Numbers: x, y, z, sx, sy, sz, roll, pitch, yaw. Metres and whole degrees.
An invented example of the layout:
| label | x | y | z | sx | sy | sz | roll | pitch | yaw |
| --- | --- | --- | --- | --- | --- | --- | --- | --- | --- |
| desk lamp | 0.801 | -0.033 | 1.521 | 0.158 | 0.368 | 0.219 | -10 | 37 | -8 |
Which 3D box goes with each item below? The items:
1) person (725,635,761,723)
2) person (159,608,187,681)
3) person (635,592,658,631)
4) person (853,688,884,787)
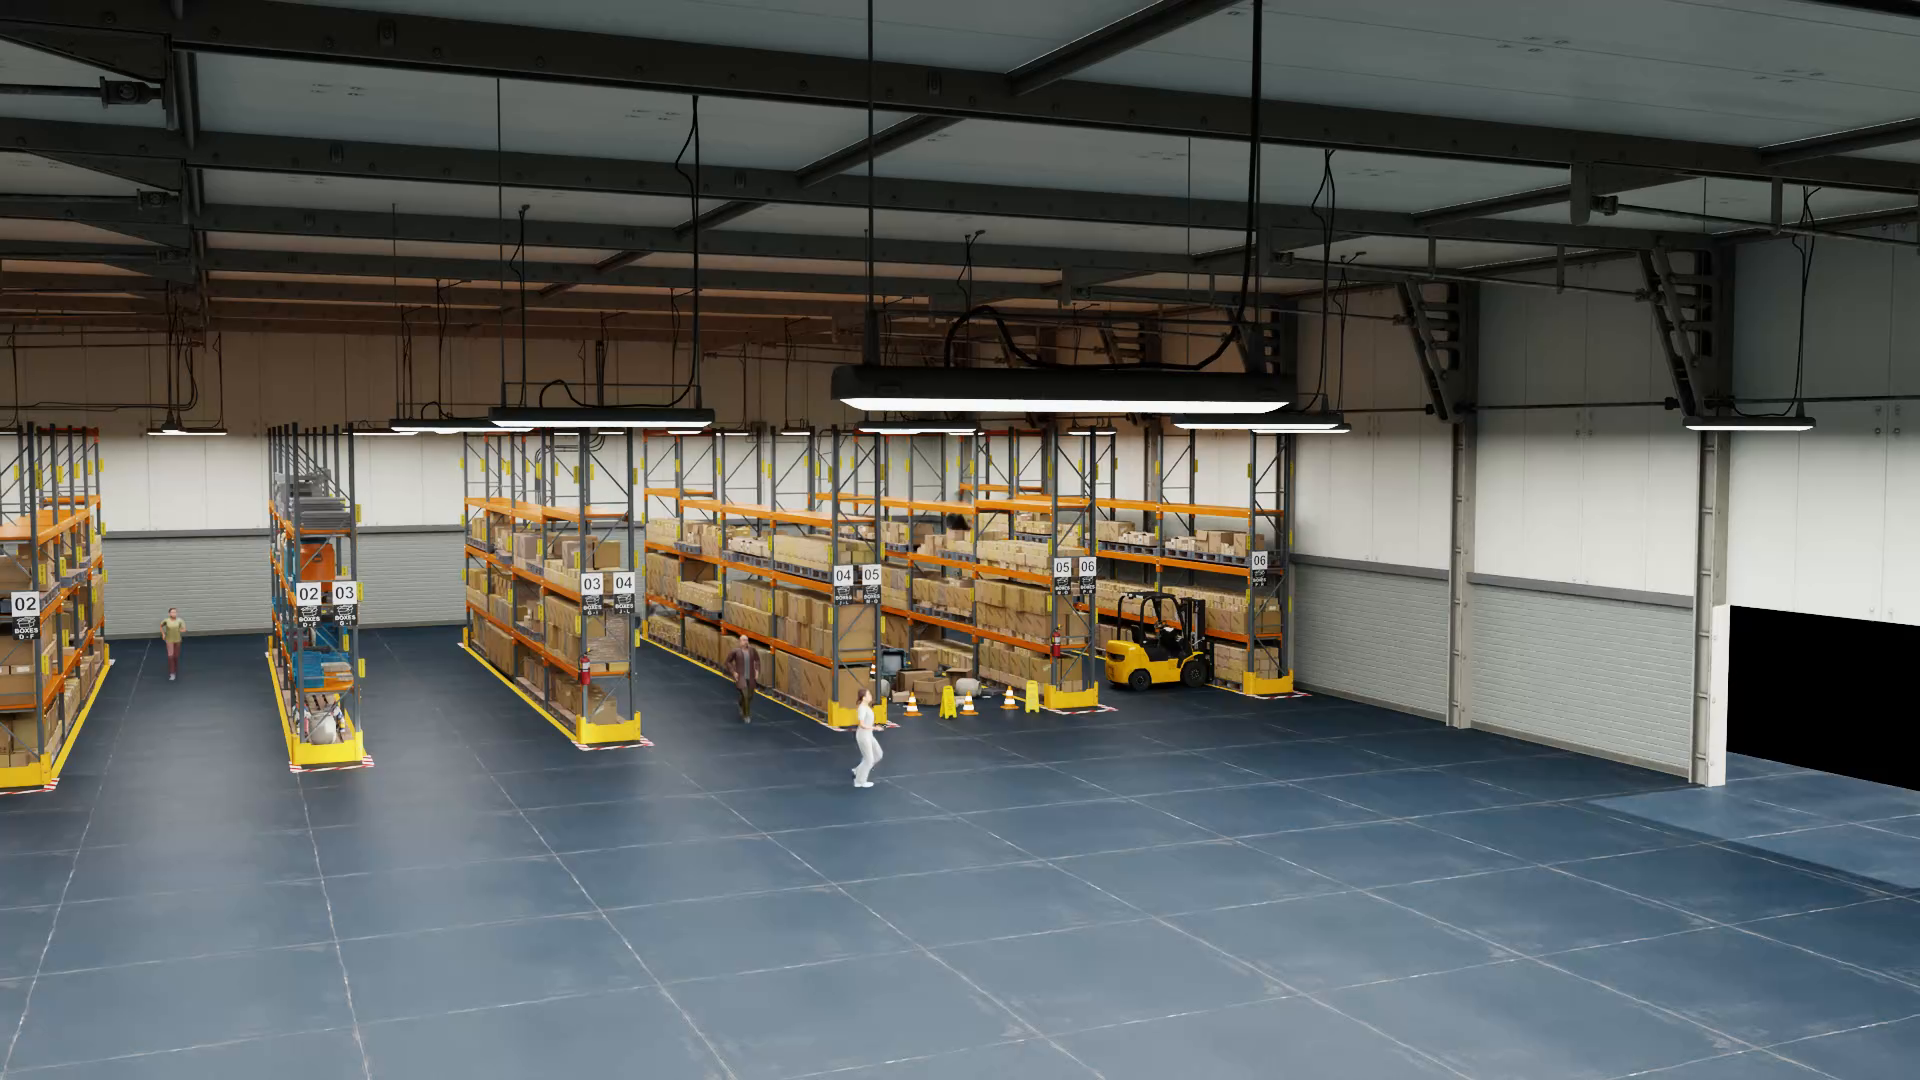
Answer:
| label | x | y | z | sx | sy | sz | roll | pitch | yaw |
| --- | --- | --- | --- | --- | --- | --- | --- | --- | --- |
| person | -4.400 | 2.798 | 33.755 | 0.731 | 1.755 | 0.817 | -2 | 4 | -30 |
| person | -18.730 | 2.462 | 39.618 | 0.566 | 1.720 | 0.849 | -2 | 4 | -34 |
| person | -9.223 | 1.890 | 49.157 | 0.908 | 1.611 | 0.651 | 0 | 4 | 8 |
| person | -1.500 | 3.238 | 27.281 | 0.540 | 1.628 | 0.576 | 0 | 3 | 4 |
